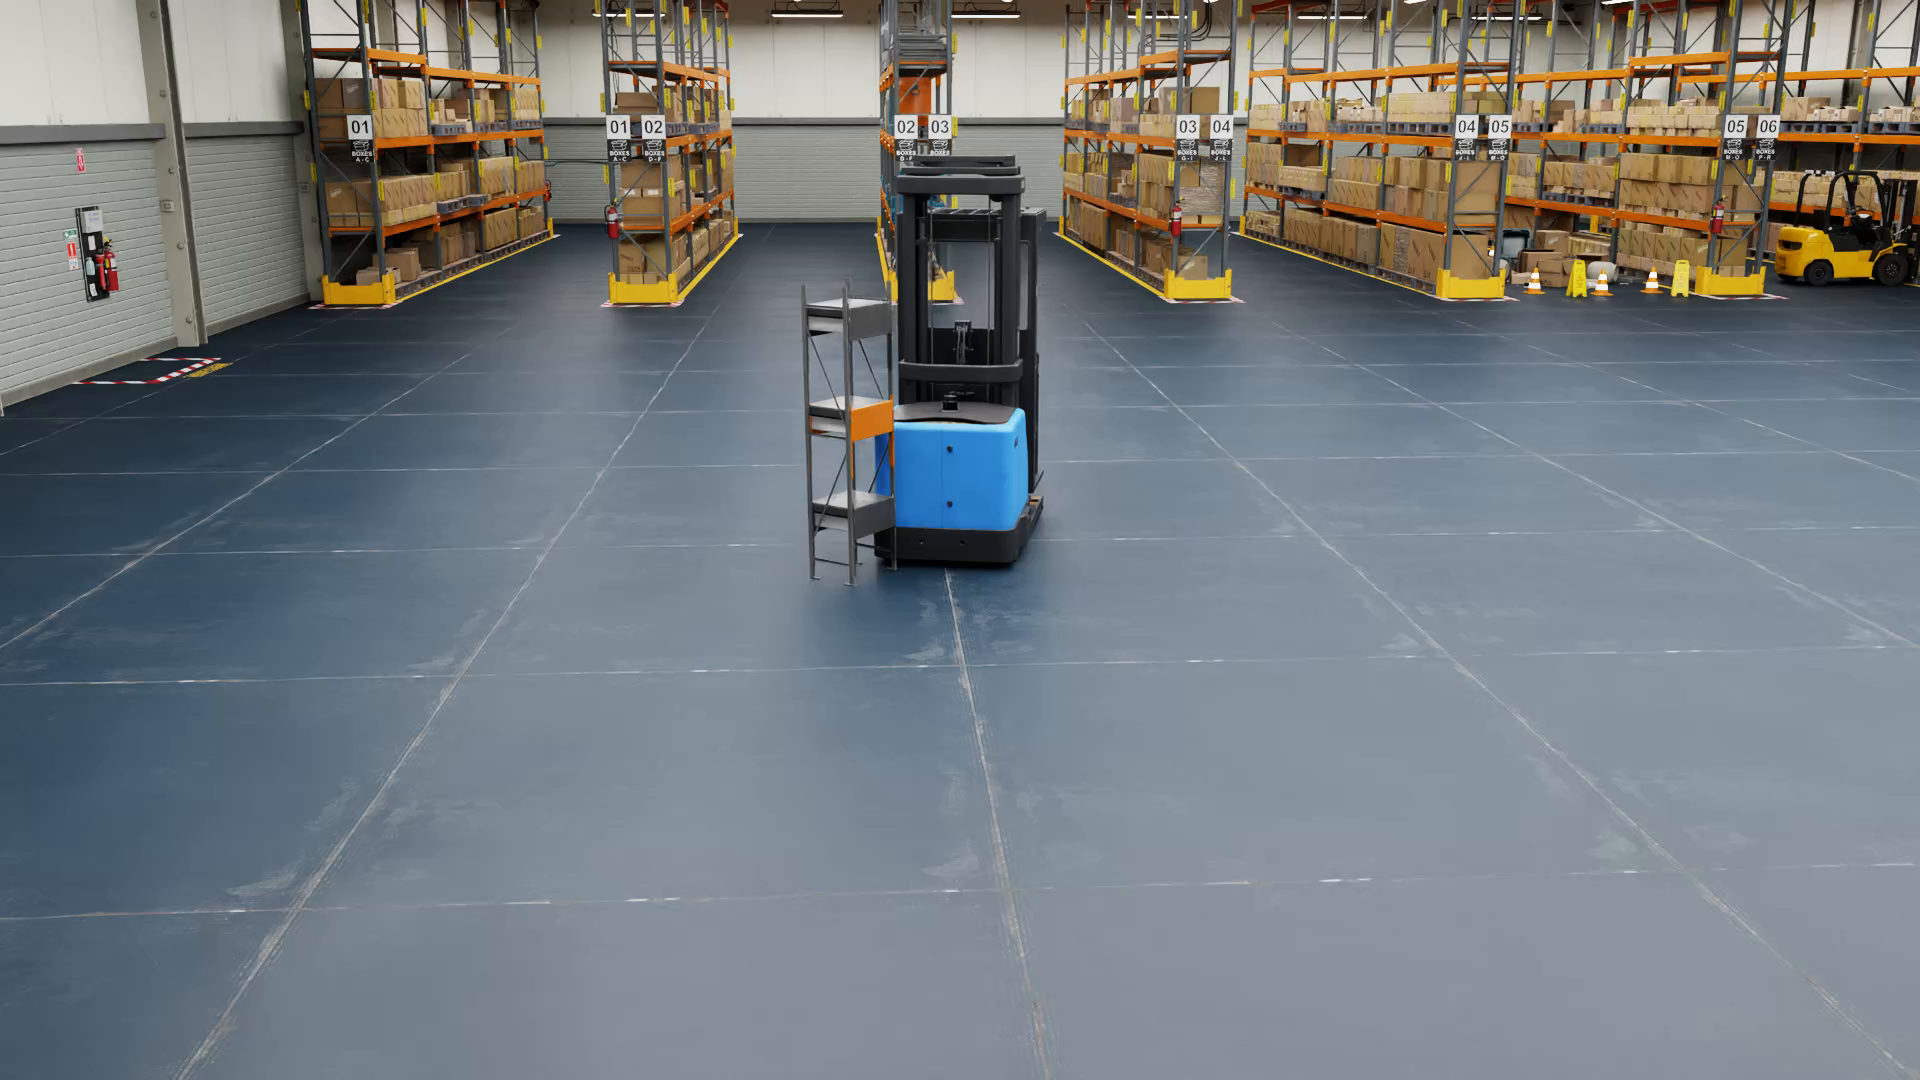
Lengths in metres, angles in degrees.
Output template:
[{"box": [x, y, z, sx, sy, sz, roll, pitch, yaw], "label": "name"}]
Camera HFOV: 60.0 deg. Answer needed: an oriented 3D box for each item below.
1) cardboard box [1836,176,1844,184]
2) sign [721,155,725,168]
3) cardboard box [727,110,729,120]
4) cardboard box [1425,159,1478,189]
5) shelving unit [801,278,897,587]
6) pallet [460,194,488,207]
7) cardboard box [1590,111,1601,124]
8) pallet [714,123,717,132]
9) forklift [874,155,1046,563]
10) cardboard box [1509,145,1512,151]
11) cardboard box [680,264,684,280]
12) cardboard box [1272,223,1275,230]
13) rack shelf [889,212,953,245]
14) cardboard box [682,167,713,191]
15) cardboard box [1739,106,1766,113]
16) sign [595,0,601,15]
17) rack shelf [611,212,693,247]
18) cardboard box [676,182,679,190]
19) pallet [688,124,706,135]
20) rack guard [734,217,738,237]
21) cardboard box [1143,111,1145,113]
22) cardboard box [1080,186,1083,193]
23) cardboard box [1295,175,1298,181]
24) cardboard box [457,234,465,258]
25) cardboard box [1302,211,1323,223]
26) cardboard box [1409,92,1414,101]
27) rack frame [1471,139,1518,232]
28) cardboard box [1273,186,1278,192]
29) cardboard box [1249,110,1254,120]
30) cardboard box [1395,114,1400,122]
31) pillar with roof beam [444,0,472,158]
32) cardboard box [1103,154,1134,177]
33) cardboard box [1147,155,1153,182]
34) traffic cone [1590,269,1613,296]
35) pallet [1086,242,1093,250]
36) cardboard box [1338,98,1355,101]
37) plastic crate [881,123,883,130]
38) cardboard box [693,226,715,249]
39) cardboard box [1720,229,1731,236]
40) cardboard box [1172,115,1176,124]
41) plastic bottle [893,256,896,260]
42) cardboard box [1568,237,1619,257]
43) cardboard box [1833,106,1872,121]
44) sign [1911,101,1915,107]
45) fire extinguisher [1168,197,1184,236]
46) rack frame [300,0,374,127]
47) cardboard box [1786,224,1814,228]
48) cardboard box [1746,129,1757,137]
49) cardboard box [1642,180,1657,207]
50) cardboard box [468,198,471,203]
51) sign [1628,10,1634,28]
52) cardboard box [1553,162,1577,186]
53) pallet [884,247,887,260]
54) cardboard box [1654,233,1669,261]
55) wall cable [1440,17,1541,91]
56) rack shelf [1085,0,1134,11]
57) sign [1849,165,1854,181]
[{"box": [18.619, -7.560, 34.886, 0.380, 0.149, 0.250, -1, 14, -4], "label": "cardboard box"}, {"box": [-5.778, -9.229, 40.552, 0.100, 0.325, 0.005, -1, 14, -3], "label": "sign"}, {"box": [-6.262, -11.028, 43.144, 0.500, 0.250, 0.500, -1, 14, -3], "label": "cardboard box"}, {"box": [9.246, -6.843, 31.134, 0.875, 0.550, 0.550, -1, 14, -3], "label": "cardboard box"}, {"box": [-0.778, -0.766, 11.777, 0.431, 2.100, 0.503, 10, 18, 34], "label": "shelving unit"}, {"box": [-10.877, -7.318, 35.834, 1.213, 0.211, 1.003, -1, 14, -3], "label": "pallet"}, {"box": [13.705, -8.953, 35.243, 0.500, 0.250, 0.500, -1, 14, -3], "label": "cardboard box"}, {"box": [-6.294, -9.599, 38.672, 1.213, 0.211, 1.003, -1, 14, -3], "label": "pallet"}, {"box": [0.094, -1.574, 13.261, 1.130, 2.935, 3.031, 2, 15, 8], "label": "forklift"}, {"box": [13.686, -9.893, 41.948, 0.380, 0.149, 0.250, -1, 14, -4], "label": "cardboard box"}, {"box": [-5.491, -5.056, 31.332, 0.500, 0.250, 0.500, -1, 14, -3], "label": "cardboard box"}, {"box": [8.147, -7.969, 42.262, 0.380, 0.149, 0.250, -2, 15, -6], "label": "cardboard box"}, {"box": [-0.768, -5.899, 31.377, 1.077, 0.370, 4.000, -1, 14, -3], "label": "rack shelf"}, {"box": [-6.101, -8.301, 38.226, 0.700, 0.500, 0.500, 2, 15, 7], "label": "cardboard box"}, {"box": [14.372, -7.788, 30.160, 0.380, 0.149, 0.250, -1, 14, -4], "label": "cardboard box"}, {"box": [-6.131, -9.066, 28.168, 0.100, 0.325, 0.005, -1, 14, -3], "label": "sign"}, {"box": [-5.712, -5.823, 31.083, 1.077, 0.370, 4.000, -1, 14, -3], "label": "rack shelf"}, {"box": [-5.544, -6.714, 31.600, 0.380, 0.149, 0.250, -1, 14, -4], "label": "cardboard box"}, {"box": [-5.880, -8.580, 34.712, 1.003, 0.211, 1.213, 0, 14, -1], "label": "pallet"}, {"box": [-6.575, -8.424, 44.764, 1.175, 0.500, 0.348, -1, 14, -3], "label": "rack guard"}, {"box": [3.893, -8.644, 34.011, 0.396, 0.266, 0.258, 0, 14, -1], "label": "cardboard box"}, {"box": [3.210, -8.760, 41.557, 0.380, 0.149, 0.250, -1, 14, -3], "label": "cardboard box"}, {"box": [8.177, -8.594, 39.472, 0.380, 0.149, 0.250, -1, 14, -5], "label": "cardboard box"}, {"box": [-11.015, -6.281, 35.551, 0.700, 0.500, 0.500, -1, 14, -4], "label": "cardboard box"}, {"box": [8.398, -7.641, 39.375, 0.500, 0.250, 0.500, -1, 14, -2], "label": "cardboard box"}, {"box": [8.772, -8.429, 31.609, 0.380, 0.149, 0.250, -1, 14, -4], "label": "cardboard box"}, {"box": [13.447, -8.964, 41.845, 1.000, 3.000, 0.127, -1, 14, -3], "label": "rack frame"}, {"box": [8.136, -8.870, 41.986, 0.380, 0.149, 0.250, -1, 14, -5], "label": "cardboard box"}, {"box": [8.033, -11.363, 44.450, 0.500, 0.250, 0.500, -1, 14, -3], "label": "cardboard box"}, {"box": [8.723, -8.233, 32.447, 0.380, 0.149, 0.250, -1, 14, -4], "label": "cardboard box"}, {"box": [-7.886, -11.714, 40.494, 9.100, 9.000, 0.400, -1, 14, -3], "label": "pillar with roof beam"}, {"box": [3.737, -8.694, 38.584, 0.797, 0.503, 0.637, -1, 14, -2], "label": "cardboard box"}, {"box": [3.889, -7.133, 31.927, 0.500, 0.500, 0.500, -1, 14, -3], "label": "cardboard box"}, {"box": [11.789, -4.736, 30.505, 0.336, 0.463, 0.334, -1, 14, -3], "label": "traffic cone"}, {"box": [3.679, -7.270, 40.857, 1.003, 0.211, 1.213, -1, 14, -3], "label": "pallet"}, {"box": [8.923, -10.035, 38.252, 0.396, 0.266, 0.258, -1, 14, -3], "label": "cardboard box"}, {"box": [-1.716, -10.185, 40.997, 0.450, 0.188, 0.662, -1, 14, -3], "label": "plastic crate"}, {"box": [-5.865, -6.914, 38.013, 0.500, 0.500, 0.500, -1, 14, -5], "label": "cardboard box"}, {"box": [18.387, -7.266, 39.419, 0.500, 0.500, 0.500, -1, 14, -4], "label": "cardboard box"}, {"box": [3.971, -7.464, 29.496, 0.380, 0.149, 0.250, -1, 14, -3], "label": "cardboard box"}, {"box": [-1.244, -5.421, 32.508, 0.144, 0.351, 0.185, -1, 15, -6], "label": "plastic bottle"}, {"box": [13.815, -6.387, 36.261, 0.950, 0.372, 0.625, 0, 14, -2], "label": "cardboard box"}, {"box": [18.608, -8.889, 34.671, 0.500, 0.311, 0.500, -1, 14, -5], "label": "cardboard box"}, {"box": [19.450, -8.802, 34.000, 0.100, 0.325, 0.005, -1, 14, -3], "label": "sign"}, {"box": [3.846, -5.753, 29.523, 0.296, 0.674, 0.183, -1, 14, -3], "label": "fire extinguisher"}, {"box": [-10.532, -8.502, 28.012, 1.000, 3.000, 0.127, -1, 14, -3], "label": "rack frame"}, {"box": [18.764, -6.615, 36.638, 0.875, 0.625, 0.625, -1, 15, -6], "label": "cardboard box"}, {"box": [14.494, -7.398, 30.243, 0.380, 0.149, 0.250, -1, 14, -3], "label": "cardboard box"}, {"box": [13.764, -6.803, 32.651, 0.500, 0.500, 0.500, -1, 14, -4], "label": "cardboard box"}, {"box": [-10.817, -7.560, 36.853, 0.380, 0.149, 0.250, -1, 14, -4], "label": "cardboard box"}, {"box": [13.389, -10.399, 33.190, 0.100, 0.325, 0.005, -1, 14, -3], "label": "sign"}, {"box": [13.531, -8.120, 36.925, 0.500, 0.500, 0.500, 0, 14, -1], "label": "cardboard box"}, {"box": [-1.230, -6.584, 38.194, 1.003, 0.211, 1.213, -1, 14, -3], "label": "pallet"}, {"box": [13.820, -5.665, 32.194, 0.500, 0.500, 0.500, -1, 14, -5], "label": "cardboard box"}, {"box": [16.099, -14.337, 50.614, 2.988, 3.039, 0.133, -1, 14, -3], "label": "wall cable"}, {"box": [3.680, -12.480, 38.245, 1.077, 0.370, 4.000, -1, 14, -3], "label": "rack shelf"}, {"box": [18.355, -7.563, 34.237, 0.100, 0.325, 0.005, -1, 14, -3], "label": "sign"}]
